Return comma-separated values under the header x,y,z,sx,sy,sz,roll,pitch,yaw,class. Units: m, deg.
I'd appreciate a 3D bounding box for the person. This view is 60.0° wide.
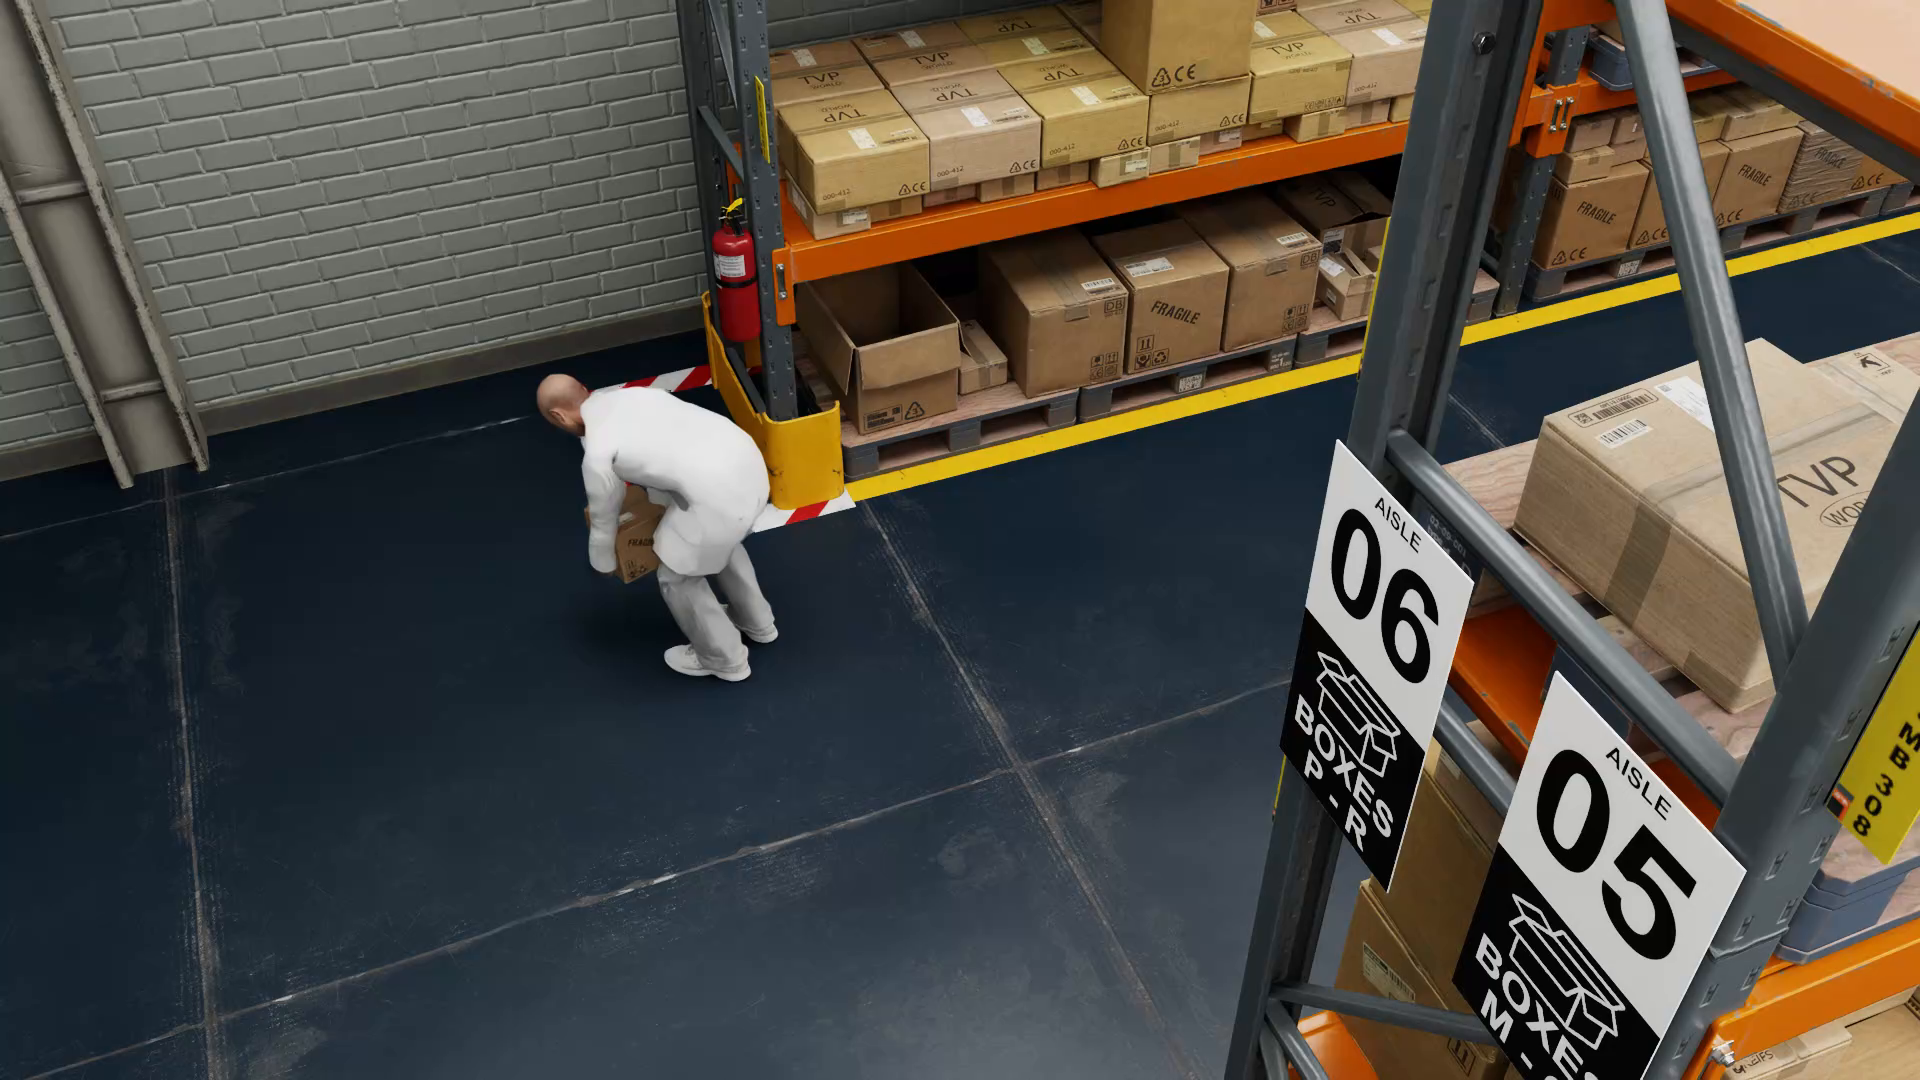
x,y,z,sx,sy,sz,roll,pitch,yaw,class
-1.197,-0.062,6.645,0.931,1.249,0.560,13,43,15,person
